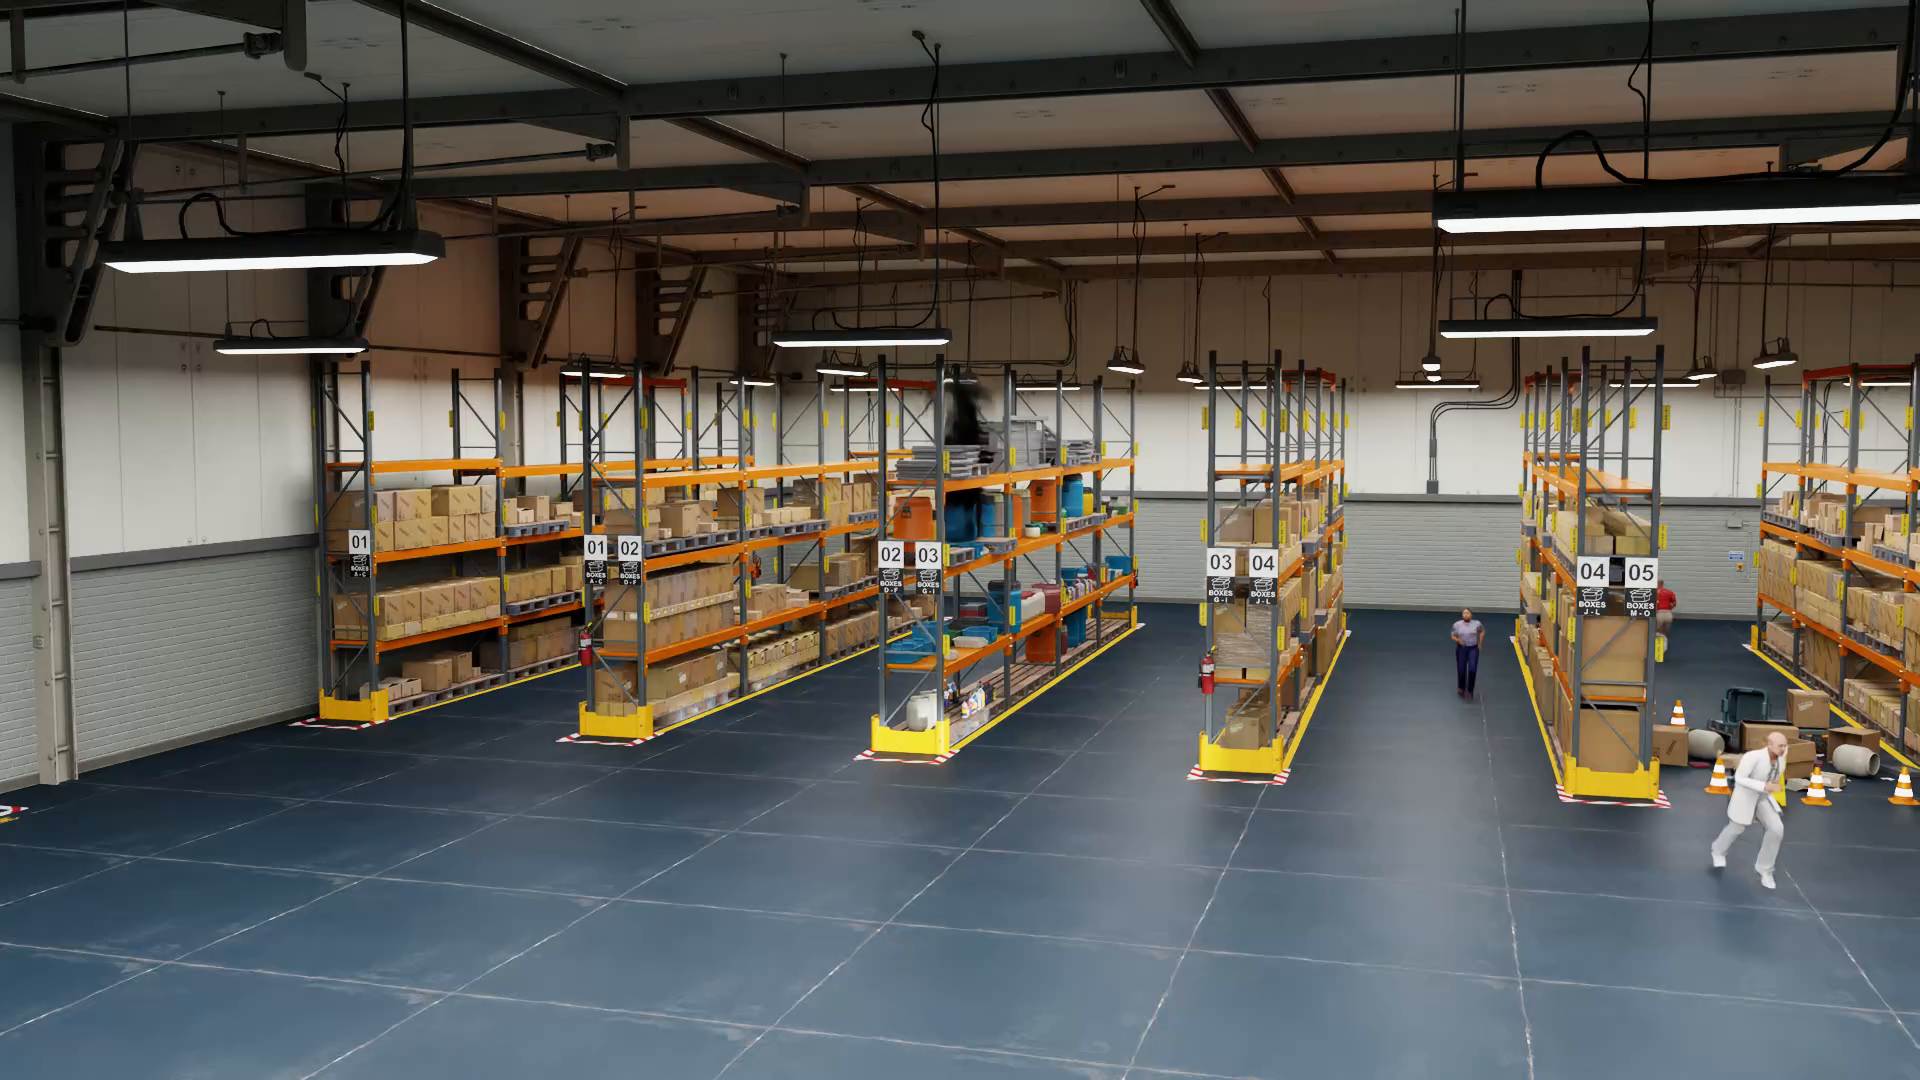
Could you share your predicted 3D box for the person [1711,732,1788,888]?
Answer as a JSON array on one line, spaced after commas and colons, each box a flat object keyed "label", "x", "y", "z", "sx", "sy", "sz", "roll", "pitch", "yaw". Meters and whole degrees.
[{"label": "person", "x": 8.645, "y": 2.896, "z": 18.180, "sx": 0.753, "sy": 1.738, "sz": 1.072, "roll": -1, "pitch": 4, "yaw": -16}]

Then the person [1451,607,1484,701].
[{"label": "person", "x": 9.161, "y": 2.055, "z": 30.051, "sx": 0.557, "sy": 1.697, "sz": 0.760, "roll": 2, "pitch": 4, "yaw": 23}]

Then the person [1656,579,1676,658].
[{"label": "person", "x": 14.824, "y": 1.672, "z": 35.140, "sx": 0.650, "sy": 1.674, "sz": 0.766, "roll": 0, "pitch": 4, "yaw": 2}]
